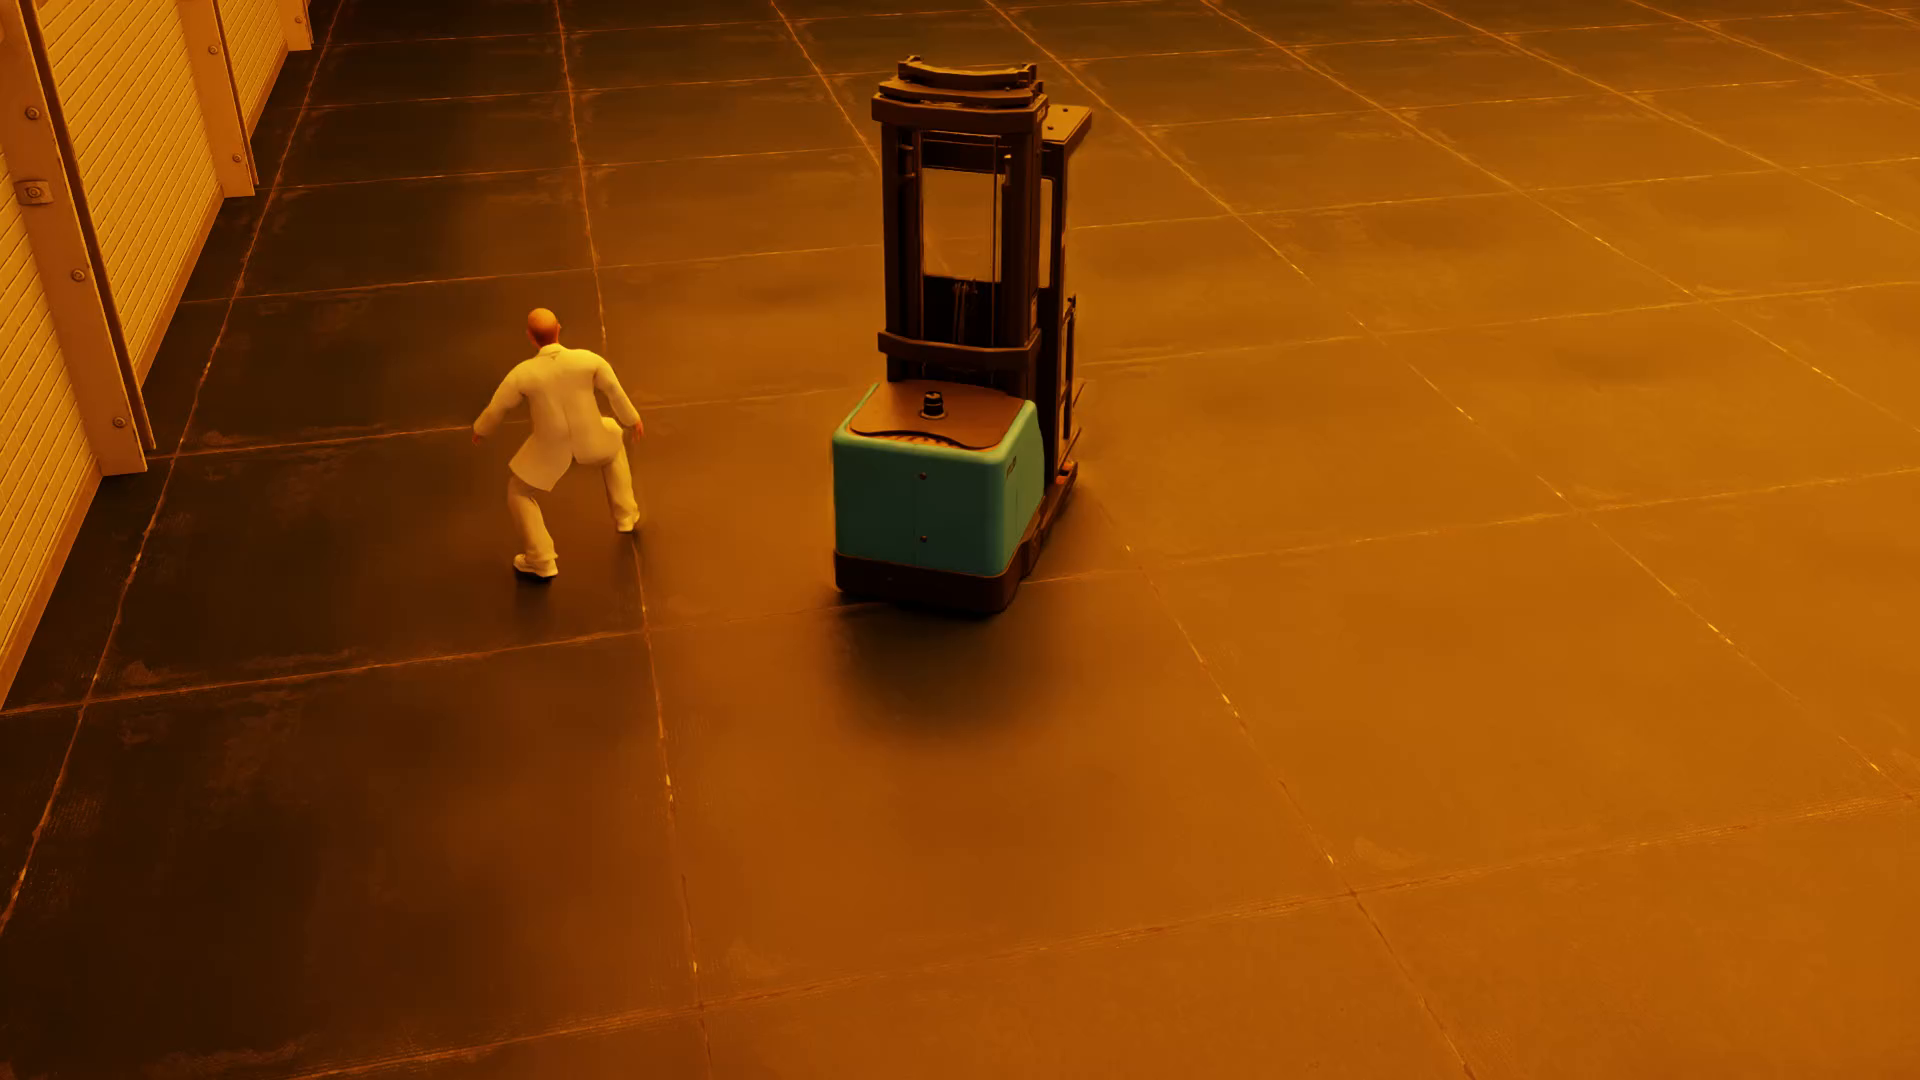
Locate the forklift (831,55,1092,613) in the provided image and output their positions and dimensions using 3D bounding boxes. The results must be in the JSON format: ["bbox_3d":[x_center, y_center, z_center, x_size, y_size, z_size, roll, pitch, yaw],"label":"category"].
[{"bbox_3d":[0.156,-1.573,10.292,1.130,2.935,3.031,8,31,14],"label":"forklift"}]

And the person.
[{"bbox_3d":[-2.395,-0.638,9.950,1.002,1.610,0.705,-10,31,-16],"label":"person"}]
